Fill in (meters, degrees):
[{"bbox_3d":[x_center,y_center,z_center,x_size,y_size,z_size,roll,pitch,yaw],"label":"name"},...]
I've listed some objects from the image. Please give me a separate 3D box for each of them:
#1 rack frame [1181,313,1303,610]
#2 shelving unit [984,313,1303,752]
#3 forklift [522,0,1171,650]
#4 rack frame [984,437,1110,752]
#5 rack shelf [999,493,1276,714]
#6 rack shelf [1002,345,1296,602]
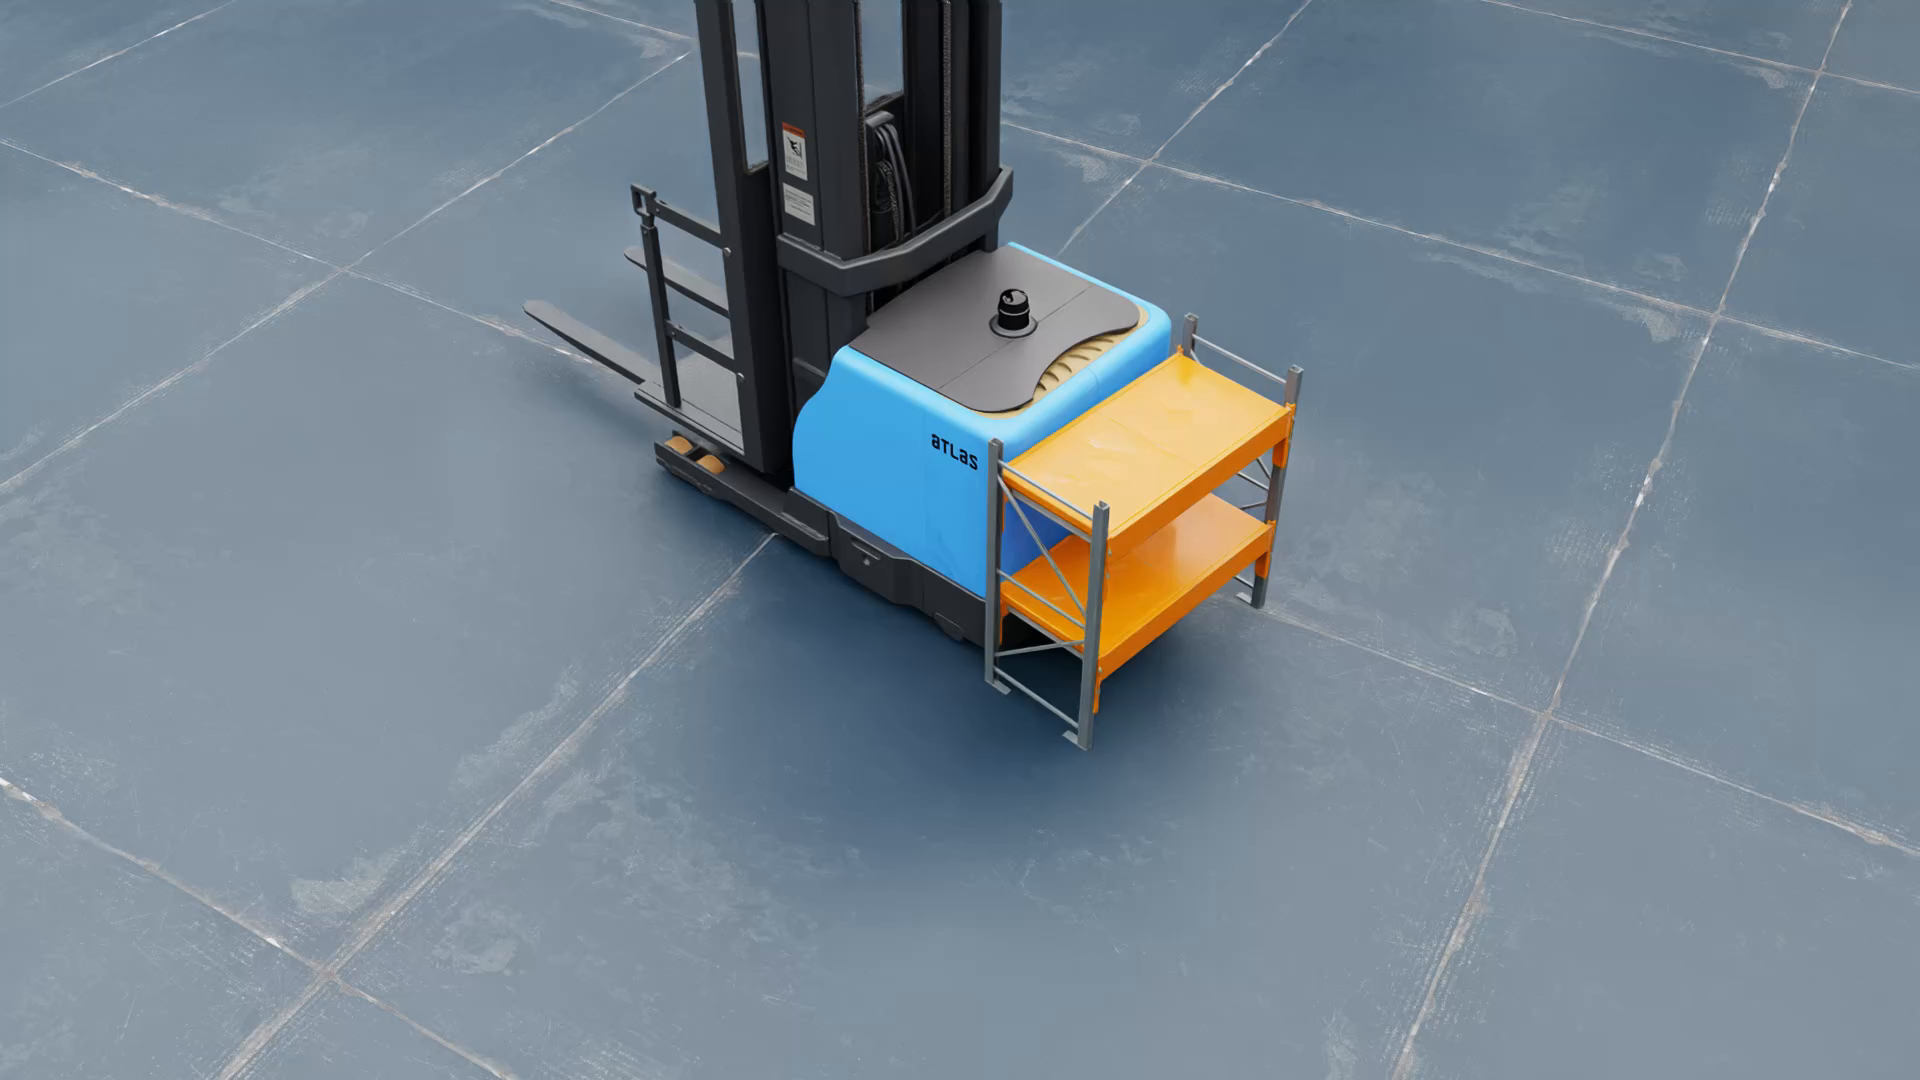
[{"bbox_3d":[0.992,-0.273,6.209,0.500,1.125,0.032,33,51,32],"label":"rack frame"},{"bbox_3d":[0.635,-0.033,5.937,0.538,1.125,1.048,33,51,32],"label":"shelving unit"},{"bbox_3d":[-0.653,-1.523,6.262,3.031,2.935,1.130,30,49,29],"label":"forklift"},{"bbox_3d":[0.279,0.206,5.664,0.500,1.125,0.032,33,51,32],"label":"rack frame"},{"bbox_3d":[0.635,0.150,6.098,0.538,0.278,1.000,33,51,32],"label":"rack shelf"},{"bbox_3d":[0.635,-0.253,5.743,0.538,0.278,1.000,33,51,32],"label":"rack shelf"}]
